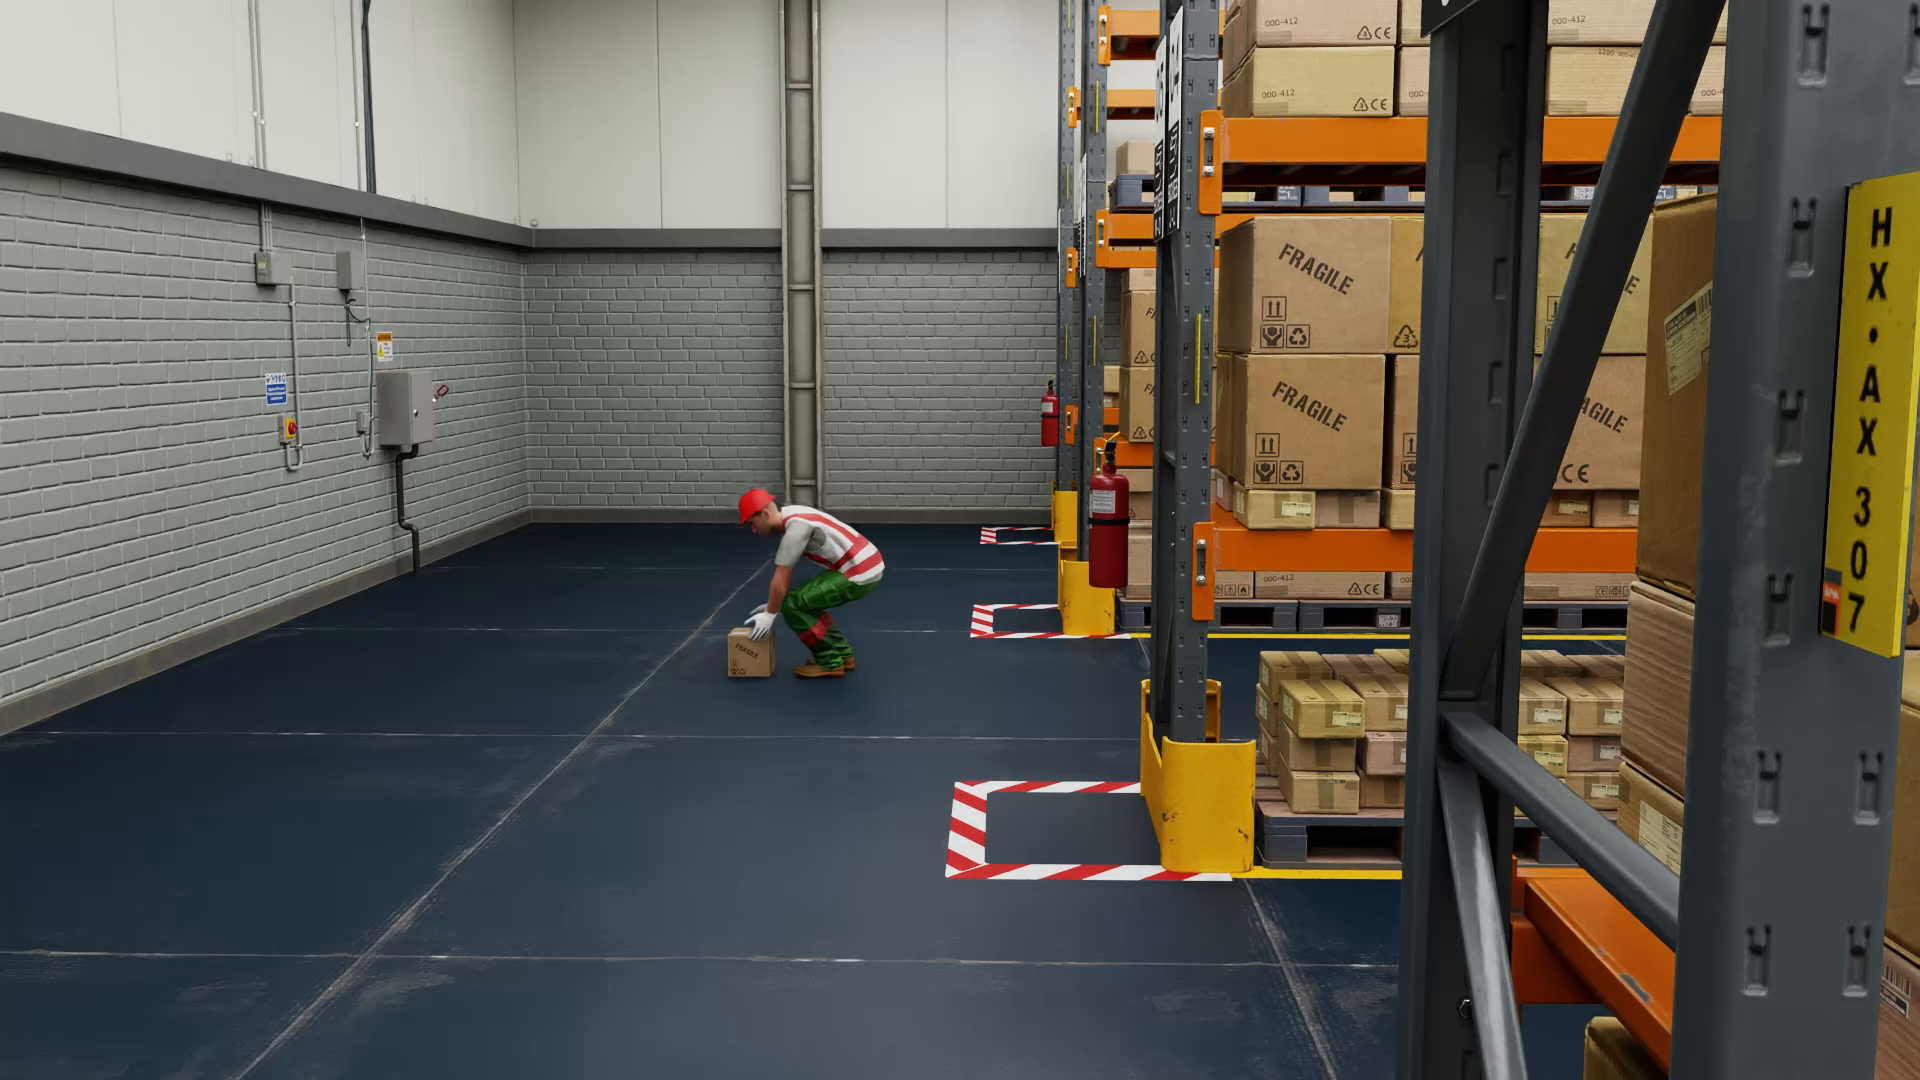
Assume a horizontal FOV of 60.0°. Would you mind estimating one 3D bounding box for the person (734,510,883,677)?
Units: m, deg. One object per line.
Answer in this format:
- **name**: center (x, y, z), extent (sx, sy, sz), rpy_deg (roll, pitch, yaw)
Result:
- **person**: center (-0.896, 0.311, 9.899), extent (0.877, 0.994, 0.574), rpy_deg (0, 7, 1)
